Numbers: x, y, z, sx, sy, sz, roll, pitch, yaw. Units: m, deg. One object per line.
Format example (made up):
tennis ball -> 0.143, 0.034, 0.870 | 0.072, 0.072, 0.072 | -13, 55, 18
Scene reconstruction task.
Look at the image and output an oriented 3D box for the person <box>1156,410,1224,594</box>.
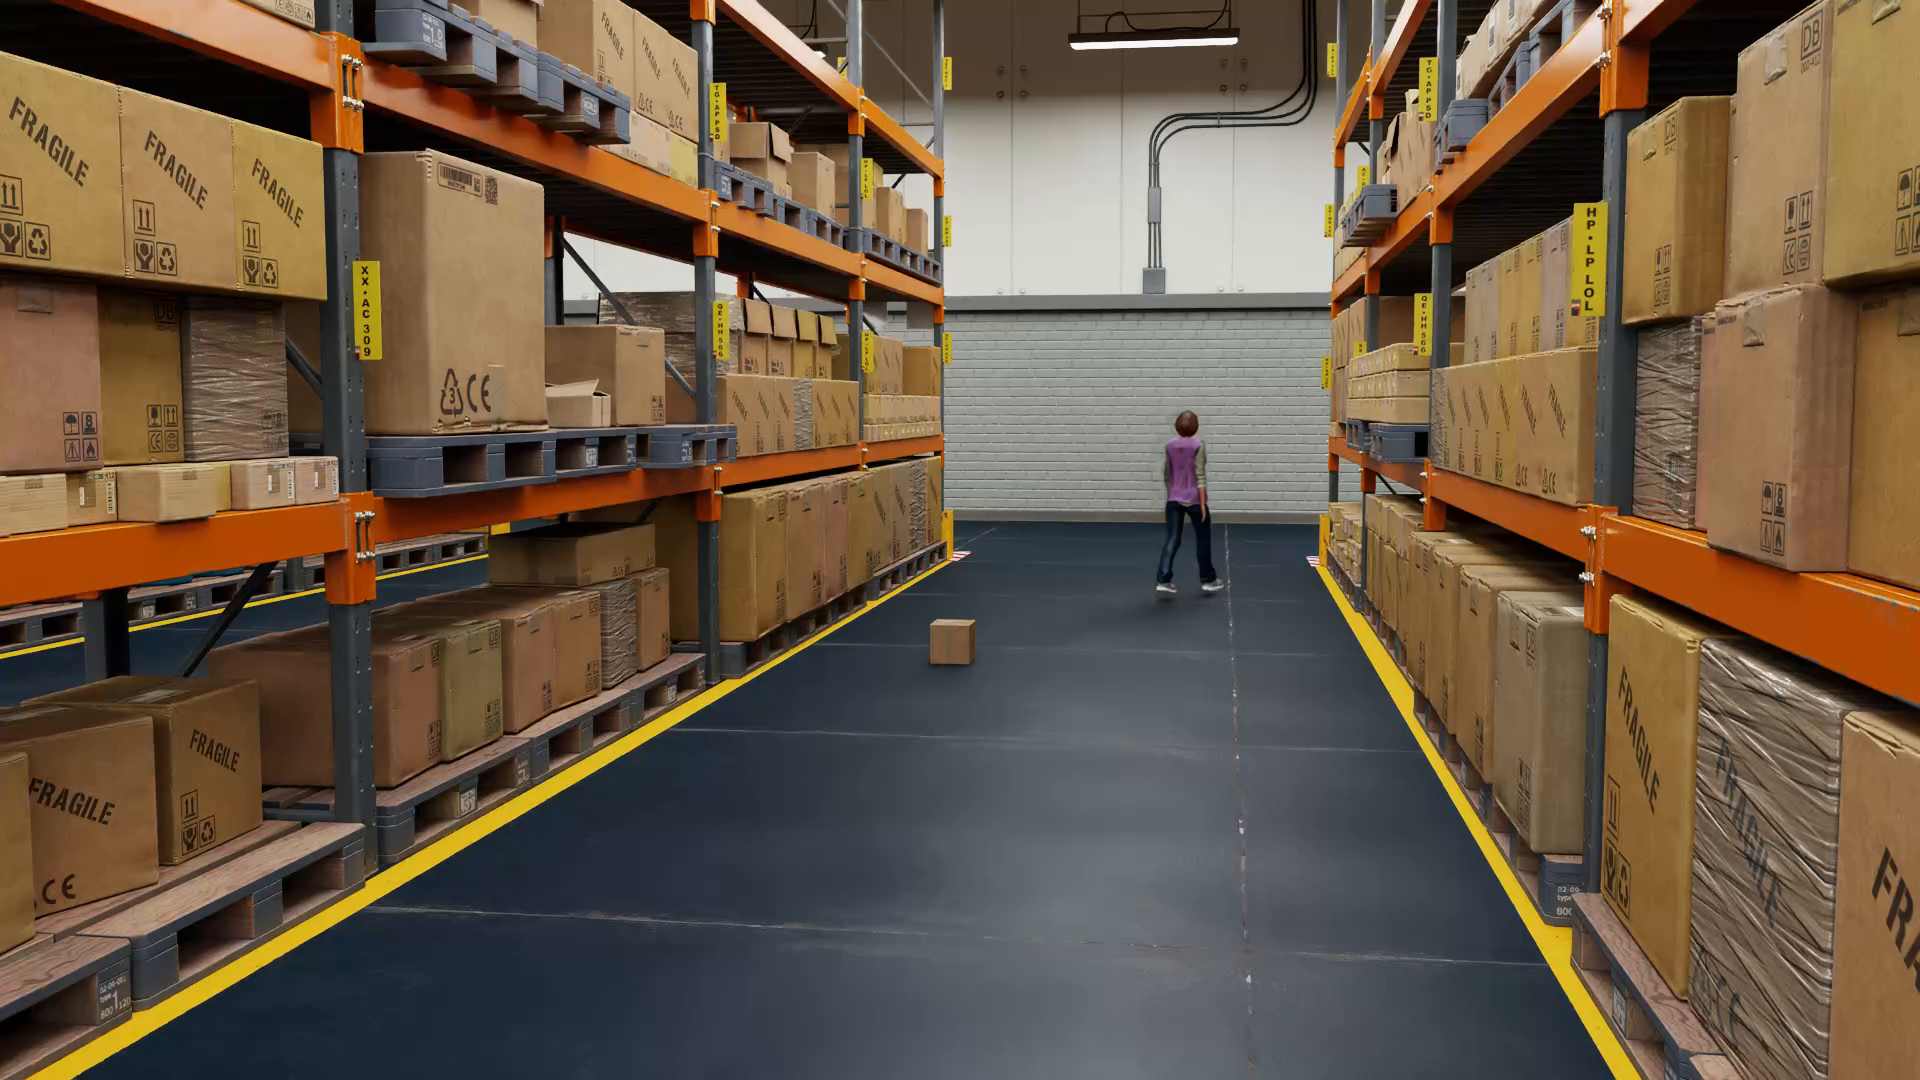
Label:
person -> 1.931, -0.329, 14.058 | 0.449, 1.538, 0.927 | 3, 5, 30
